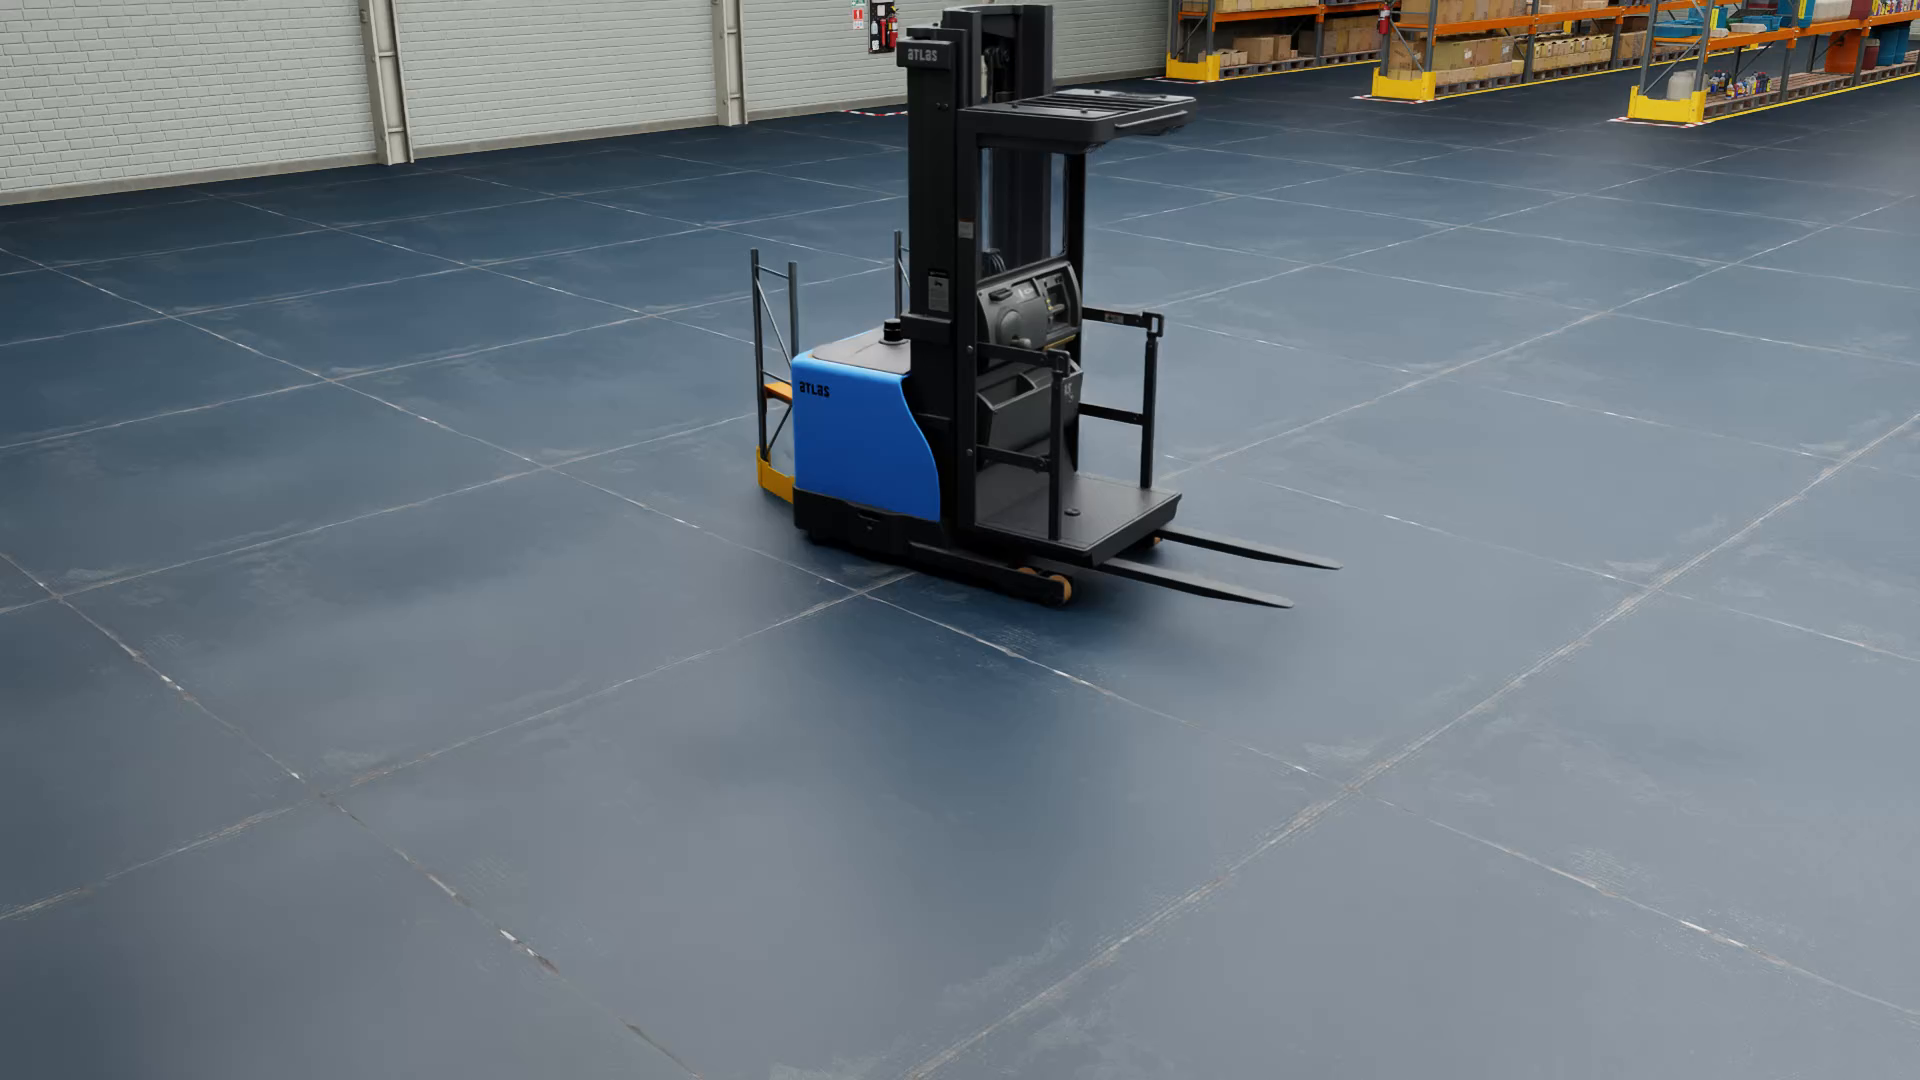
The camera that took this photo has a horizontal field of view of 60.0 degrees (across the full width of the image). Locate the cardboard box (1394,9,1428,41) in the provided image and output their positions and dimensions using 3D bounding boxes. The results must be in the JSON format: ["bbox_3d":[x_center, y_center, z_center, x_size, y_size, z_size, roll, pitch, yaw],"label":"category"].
[{"bbox_3d":[10.943,-12.347,39.928,0.750,0.750,0.750,19,28,40],"label":"cardboard box"}]

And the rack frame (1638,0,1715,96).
[{"bbox_3d":[11.853,-8.462,27.410,1.000,3.000,0.127,19,28,41],"label":"rack frame"}]

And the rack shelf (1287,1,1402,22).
[{"bbox_3d":[8.940,-12.148,38.003,1.077,0.370,4.000,19,28,41],"label":"rack shelf"}]

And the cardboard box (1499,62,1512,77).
[{"bbox_3d":[10.574,-9.344,32.951,0.500,0.250,0.500,19,28,41],"label":"cardboard box"}]

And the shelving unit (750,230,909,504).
[{"bbox_3d":[-0.671,-1.075,10.282,1.083,1.500,0.587,-14,25,-32],"label":"shelving unit"}]

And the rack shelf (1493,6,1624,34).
[{"bbox_3d":[12.492,-10.909,34.780,1.077,0.370,4.000,19,28,41],"label":"rack shelf"}]

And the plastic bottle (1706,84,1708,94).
[{"bbox_3d":[13.215,-8.010,29.522,0.097,0.201,0.097,0,21,0],"label":"plastic bottle"}]

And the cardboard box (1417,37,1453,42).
[{"bbox_3d":[9.155,-9.439,32.152,0.500,0.500,0.500,19,28,41],"label":"cardboard box"}]

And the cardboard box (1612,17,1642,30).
[{"bbox_3d":[15.119,-11.727,37.729,0.500,0.250,0.500,19,28,40],"label":"cardboard box"}]

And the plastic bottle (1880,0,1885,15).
[{"bbox_3d":[18.416,-10.636,33.229,0.061,0.283,0.133,19,28,41],"label":"plastic bottle"}]

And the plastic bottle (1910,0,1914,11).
[{"bbox_3d":[19.689,-11.158,34.493,0.144,0.351,0.185,19,28,41],"label":"plastic bottle"}]

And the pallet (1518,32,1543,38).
[{"bbox_3d":[14.564,-13.216,43.664,1.003,0.211,1.213,19,28,41],"label":"pallet"}]

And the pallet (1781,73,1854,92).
[{"bbox_3d":[16.866,-9.028,32.768,1.003,0.211,1.213,19,28,41],"label":"pallet"}]

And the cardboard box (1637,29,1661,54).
[{"bbox_3d":[15.485,-11.243,37.514,0.500,0.500,0.500,18,27,39],"label":"cardboard box"}]

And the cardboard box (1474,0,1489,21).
[{"bbox_3d":[9.719,-10.265,31.961,0.500,0.500,0.700,-19,28,-40],"label":"cardboard box"}]

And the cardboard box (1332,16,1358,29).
[{"bbox_3d":[8.712,-11.801,37.921,0.500,0.250,0.500,18,28,39],"label":"cardboard box"}]

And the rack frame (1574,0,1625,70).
[{"bbox_3d":[13.887,-11.759,35.988,1.000,3.000,0.127,19,28,41],"label":"rack frame"}]

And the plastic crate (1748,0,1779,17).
[{"bbox_3d":[14.762,-9.721,30.597,0.402,0.464,0.583,19,28,41],"label":"plastic crate"}]

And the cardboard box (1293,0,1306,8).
[{"bbox_3d":[7.078,-11.586,35.718,0.500,0.250,0.500,19,28,41],"label":"cardboard box"}]

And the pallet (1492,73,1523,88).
[{"bbox_3d":[10.512,-9.236,33.309,1.003,0.211,1.213,19,28,41],"label":"pallet"}]

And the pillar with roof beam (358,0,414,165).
[{"bbox_3d":[-4.849,-8.434,18.975,9.100,9.000,0.400,19,28,41],"label":"pillar with roof beam"}]

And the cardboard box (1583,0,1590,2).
[{"bbox_3d":[13.125,-11.536,35.532,0.500,0.311,0.500,19,28,40],"label":"cardboard box"}]

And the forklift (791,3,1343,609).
[{"bbox_3d":[0.546,-1.235,8.702,3.031,2.935,1.130,14,25,32],"label":"forklift"}]

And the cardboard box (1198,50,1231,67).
[{"bbox_3d":[5.302,-10.047,34.669,0.500,0.311,0.500,15,26,35],"label":"cardboard box"}]

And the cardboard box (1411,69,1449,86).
[{"bbox_3d":[8.840,-8.698,31.270,0.500,0.250,0.500,19,28,41],"label":"cardboard box"}]

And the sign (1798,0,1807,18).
[{"bbox_3d":[15.030,-9.479,29.670,0.100,0.325,0.005,19,28,41],"label":"sign"}]

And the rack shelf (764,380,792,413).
[{"bbox_3d":[-0.678,-0.906,10.342,1.000,0.185,0.538,-14,25,-32],"label":"rack shelf"}]

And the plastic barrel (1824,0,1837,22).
[{"bbox_3d":[16.282,-10.045,31.338,0.433,0.535,0.433,0,21,0],"label":"plastic barrel"}]

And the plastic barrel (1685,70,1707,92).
[{"bbox_3d":[12.607,-7.814,28.606,0.421,0.512,0.421,0,21,0],"label":"plastic barrel"}]

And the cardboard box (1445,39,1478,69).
[{"bbox_3d":[9.527,-9.308,31.814,0.500,0.500,0.500,19,28,41],"label":"cardboard box"}]

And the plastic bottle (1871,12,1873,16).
[{"bbox_3d":[17.967,-10.491,32.861,0.152,0.276,0.135,19,28,41],"label":"plastic bottle"}]

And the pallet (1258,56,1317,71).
[{"bbox_3d":[7.102,-10.487,36.564,1.003,0.211,1.213,19,28,41],"label":"pallet"}]

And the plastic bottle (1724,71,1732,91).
[{"bbox_3d":[13.886,-8.320,30.118,0.144,0.351,0.185,19,28,41],"label":"plastic bottle"}]

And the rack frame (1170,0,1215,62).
[{"bbox_3d":[4.755,-10.942,33.861,1.000,3.000,0.127,19,28,41],"label":"rack frame"}]

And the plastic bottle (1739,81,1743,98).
[{"bbox_3d":[13.650,-7.896,29.126,0.097,0.271,0.097,0,21,0],"label":"plastic bottle"}]

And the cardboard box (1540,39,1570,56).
[{"bbox_3d":[12.277,-10.210,34.423,0.500,0.311,0.500,18,27,39],"label":"cardboard box"}]

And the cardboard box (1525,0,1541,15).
[{"bbox_3d":[11.409,-10.799,33.698,0.500,0.250,0.500,-18,27,-39],"label":"cardboard box"}]

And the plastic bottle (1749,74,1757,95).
[{"bbox_3d":[14.041,-8.089,29.519,0.144,0.351,0.185,19,28,40],"label":"plastic bottle"}]

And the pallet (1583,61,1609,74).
[{"bbox_3d":[13.285,-10.256,35.963,1.003,0.211,1.213,19,28,41],"label":"pallet"}]

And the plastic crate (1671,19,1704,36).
[{"bbox_3d":[12.445,-8.762,28.397,0.499,0.251,0.408,19,28,41],"label":"plastic crate"}]

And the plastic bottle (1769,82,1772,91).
[{"bbox_3d":[14.614,-8.218,30.063,0.097,0.201,0.097,0,21,0],"label":"plastic bottle"}]

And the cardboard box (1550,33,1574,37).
[{"bbox_3d":[12.951,-10.735,35.790,0.500,0.311,0.500,18,28,39],"label":"cardboard box"}]

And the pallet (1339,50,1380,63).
[{"bbox_3d":[8.938,-11.184,38.378,1.003,0.211,1.213,19,28,41],"label":"pallet"}]

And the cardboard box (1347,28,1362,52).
[{"bbox_3d":[8.756,-11.468,38.102,0.700,0.500,0.500,20,28,41],"label":"cardboard box"}]

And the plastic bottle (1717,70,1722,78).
[{"bbox_3d":[13.783,-8.356,30.212,0.185,0.351,0.144,-19,28,-41],"label":"plastic bottle"}]

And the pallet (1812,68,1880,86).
[{"bbox_3d":[17.954,-9.430,33.815,1.003,0.211,1.213,19,28,41],"label":"pallet"}]

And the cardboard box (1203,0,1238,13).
[{"bbox_3d":[5.323,-10.927,34.004,0.500,0.250,0.500,18,28,39],"label":"cardboard box"}]

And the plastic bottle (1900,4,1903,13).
[{"bbox_3d":[19.257,-10.918,34.075,0.097,0.201,0.097,0,21,0],"label":"plastic bottle"}]

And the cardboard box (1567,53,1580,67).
[{"bbox_3d":[12.628,-10.081,34.868,0.500,0.250,0.500,-20,28,-41],"label":"cardboard box"}]

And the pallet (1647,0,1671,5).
[{"bbox_3d":[15.241,-12.171,37.326,1.003,0.211,1.213,19,28,41],"label":"pallet"}]

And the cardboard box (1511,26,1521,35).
[{"bbox_3d":[14.074,-13.351,43.027,0.700,0.500,0.500,19,28,40],"label":"cardboard box"}]

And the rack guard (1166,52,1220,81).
[{"bbox_3d":[4.808,-9.795,34.360,1.175,0.500,0.348,19,28,41],"label":"rack guard"}]

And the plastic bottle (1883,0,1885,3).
[{"bbox_3d":[18.846,-10.926,33.889,0.144,0.351,0.185,19,28,41],"label":"plastic bottle"}]

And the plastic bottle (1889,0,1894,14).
[{"bbox_3d":[18.806,-10.780,33.603,0.061,0.283,0.133,19,28,41],"label":"plastic bottle"}]
